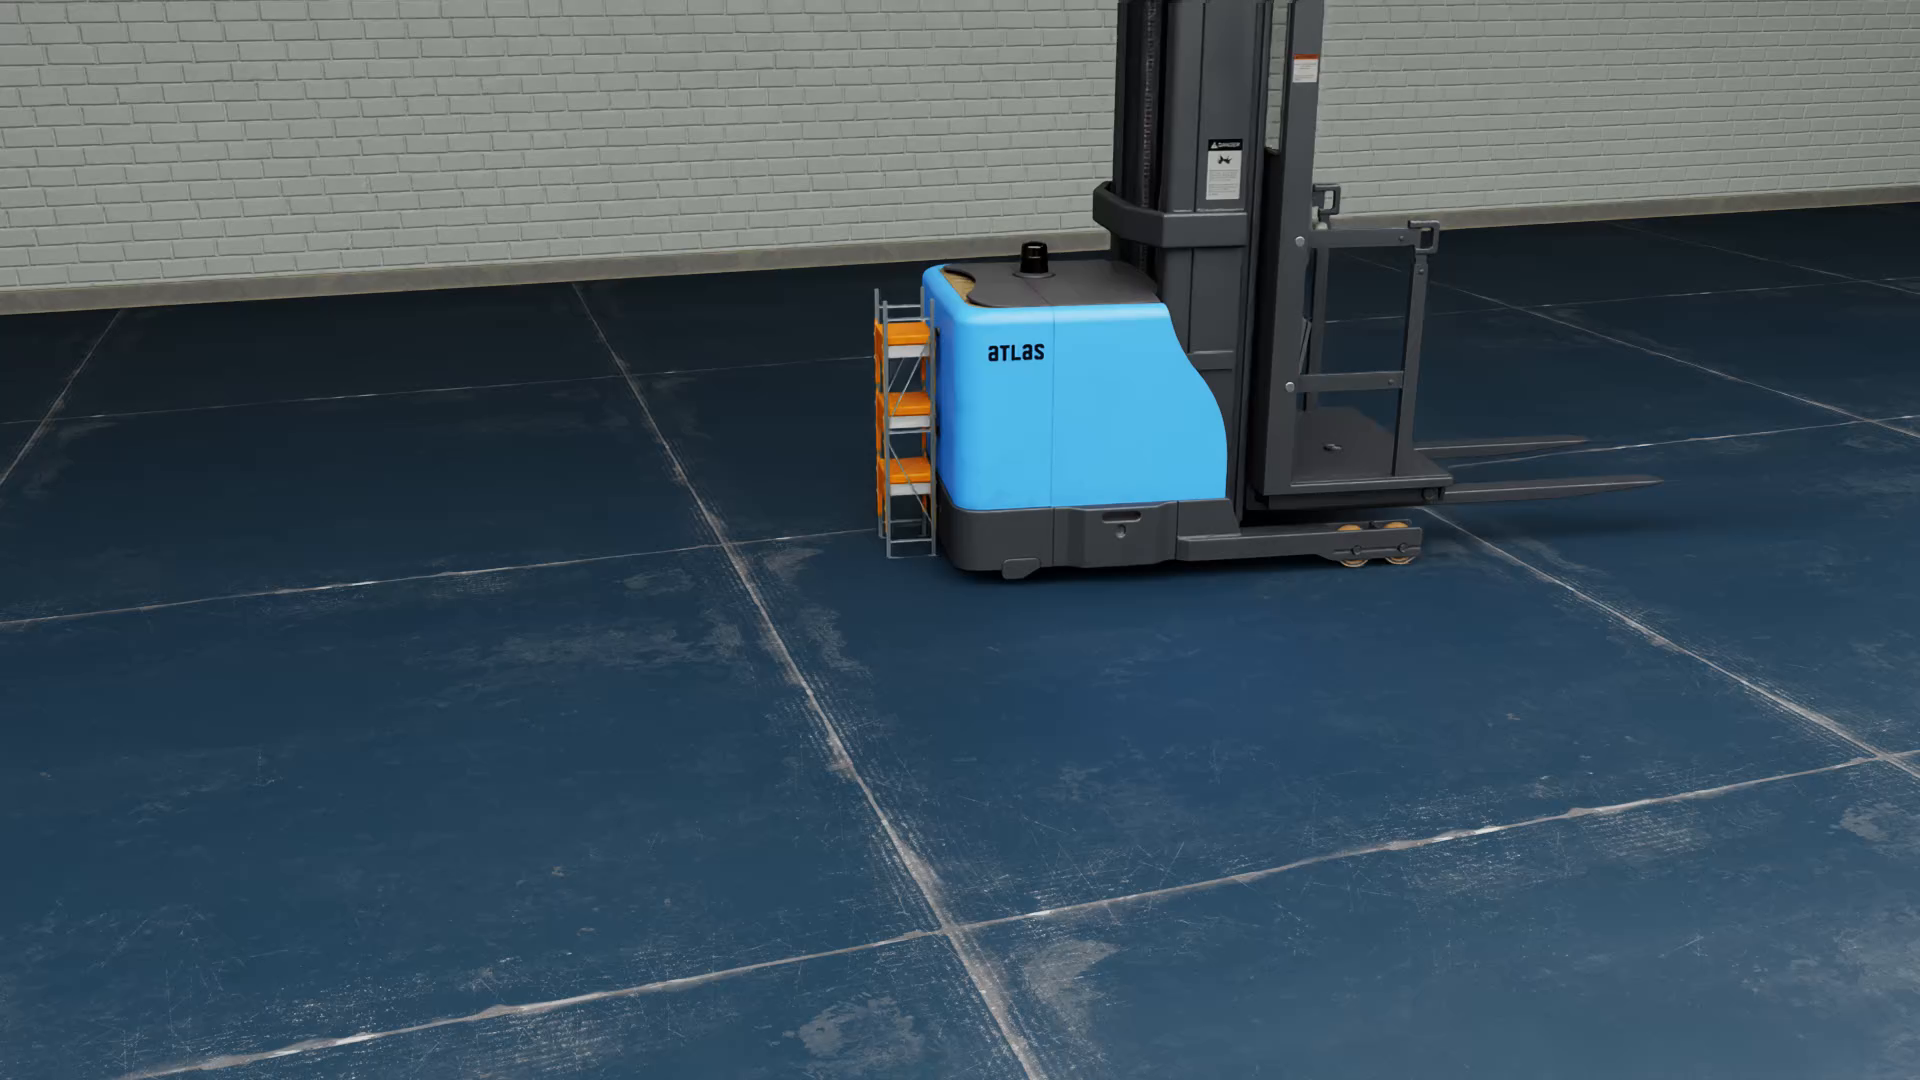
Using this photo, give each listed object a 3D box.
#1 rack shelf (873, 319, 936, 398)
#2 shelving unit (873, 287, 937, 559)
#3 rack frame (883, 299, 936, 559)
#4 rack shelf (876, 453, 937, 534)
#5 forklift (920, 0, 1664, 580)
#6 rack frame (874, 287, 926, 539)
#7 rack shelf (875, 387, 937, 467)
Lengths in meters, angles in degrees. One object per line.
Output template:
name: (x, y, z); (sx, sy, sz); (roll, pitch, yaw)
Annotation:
rack shelf: (-0.218, -0.722, 6.564); (0.215, 0.259, 0.240); (-3, 20, -10)
shelving unit: (-0.218, -0.464, 6.657); (0.215, 1.050, 0.252); (-3, 20, -10)
rack frame: (-0.197, -0.424, 6.544); (0.200, 1.050, 0.008); (-3, 20, -10)
rack shelf: (-0.218, -0.193, 6.754); (0.215, 0.259, 0.240); (-3, 20, -10)
forklift: (1.393, -1.444, 6.600); (3.031, 2.935, 1.130); (-3, 20, -9)
rack frame: (-0.240, -0.505, 6.770); (0.200, 1.050, 0.008); (-3, 20, -10)
rack shelf: (-0.218, -0.455, 6.660); (0.215, 0.259, 0.240); (-3, 20, -10)
